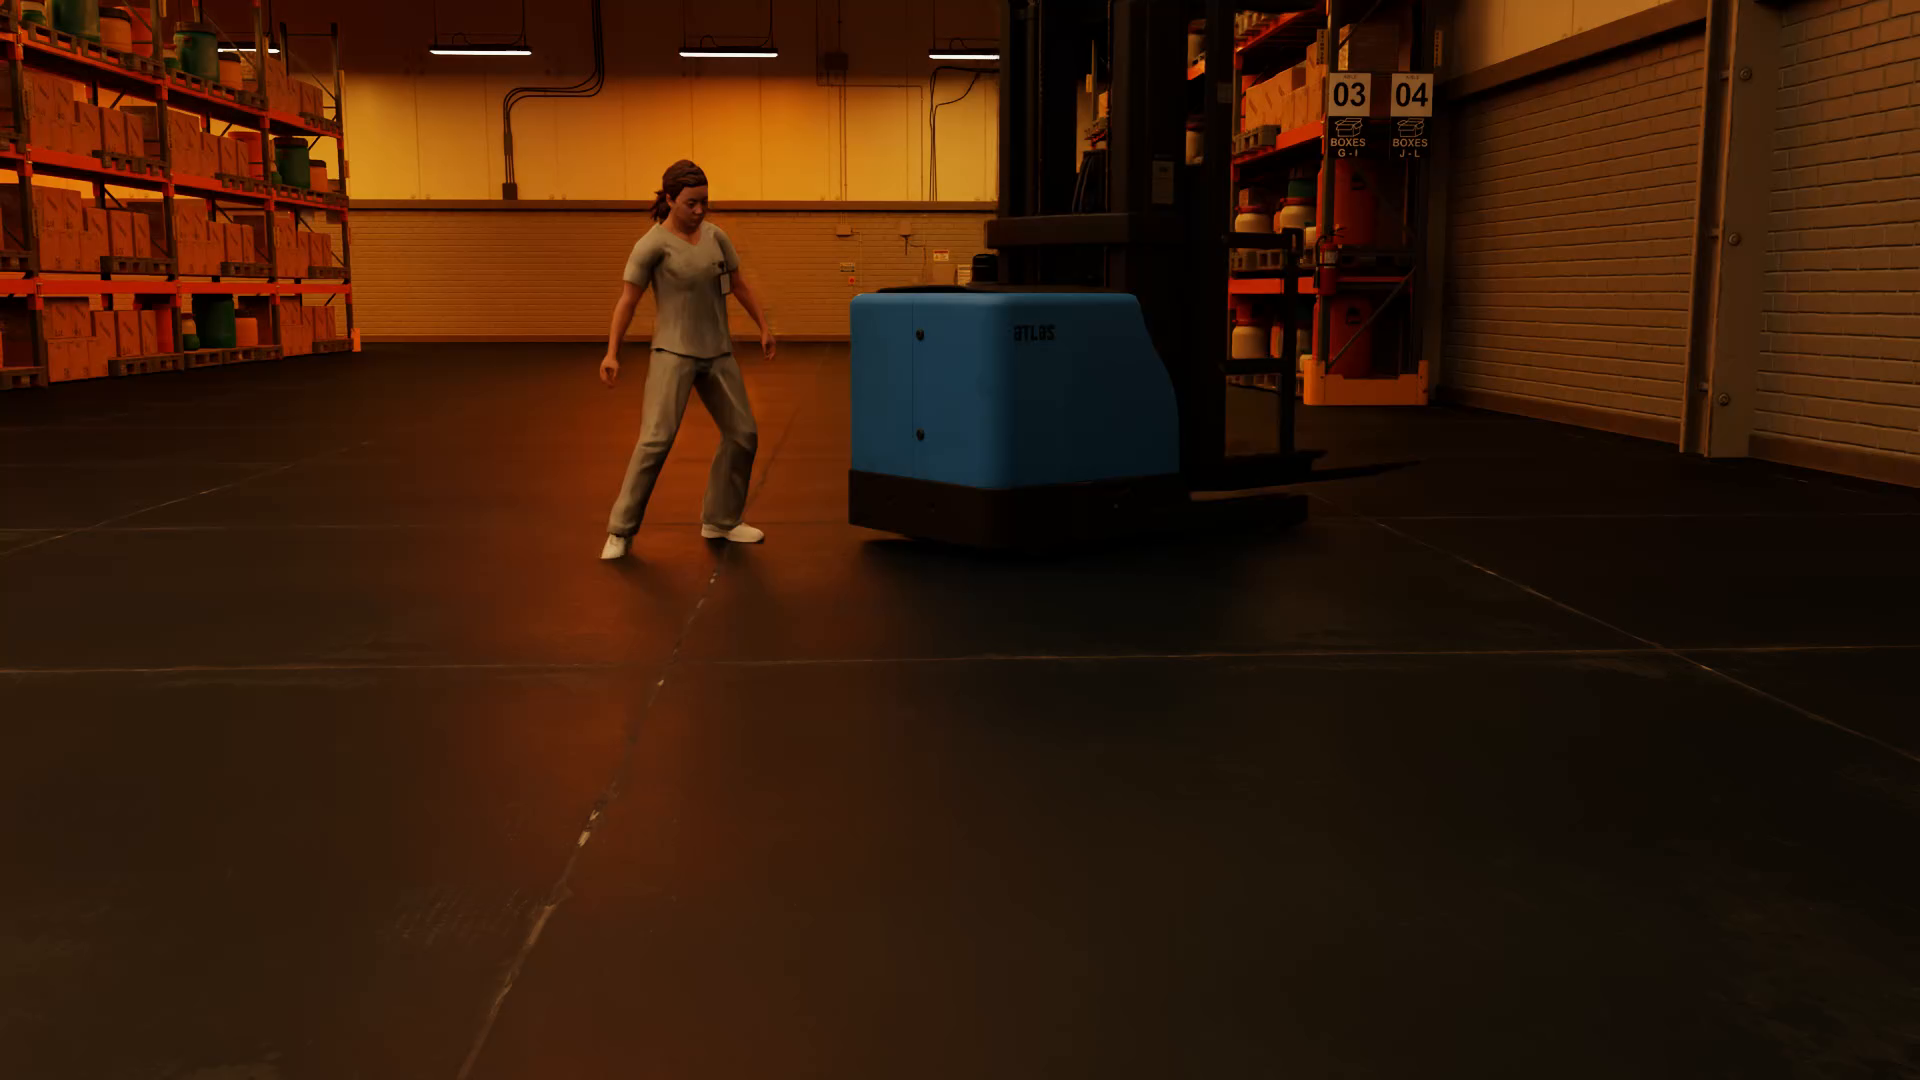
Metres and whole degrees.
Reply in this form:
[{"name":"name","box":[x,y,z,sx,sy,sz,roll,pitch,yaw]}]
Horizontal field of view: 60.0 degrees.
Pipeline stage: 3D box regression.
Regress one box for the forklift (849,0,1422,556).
[{"name":"forklift","box":[0.980,-1.535,7.665,3.031,2.935,1.130,-7,11,-38]}]

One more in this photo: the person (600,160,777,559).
[{"name":"person","box":[-1.157,-0.751,7.002,0.885,1.626,0.385,-8,12,-43]}]
